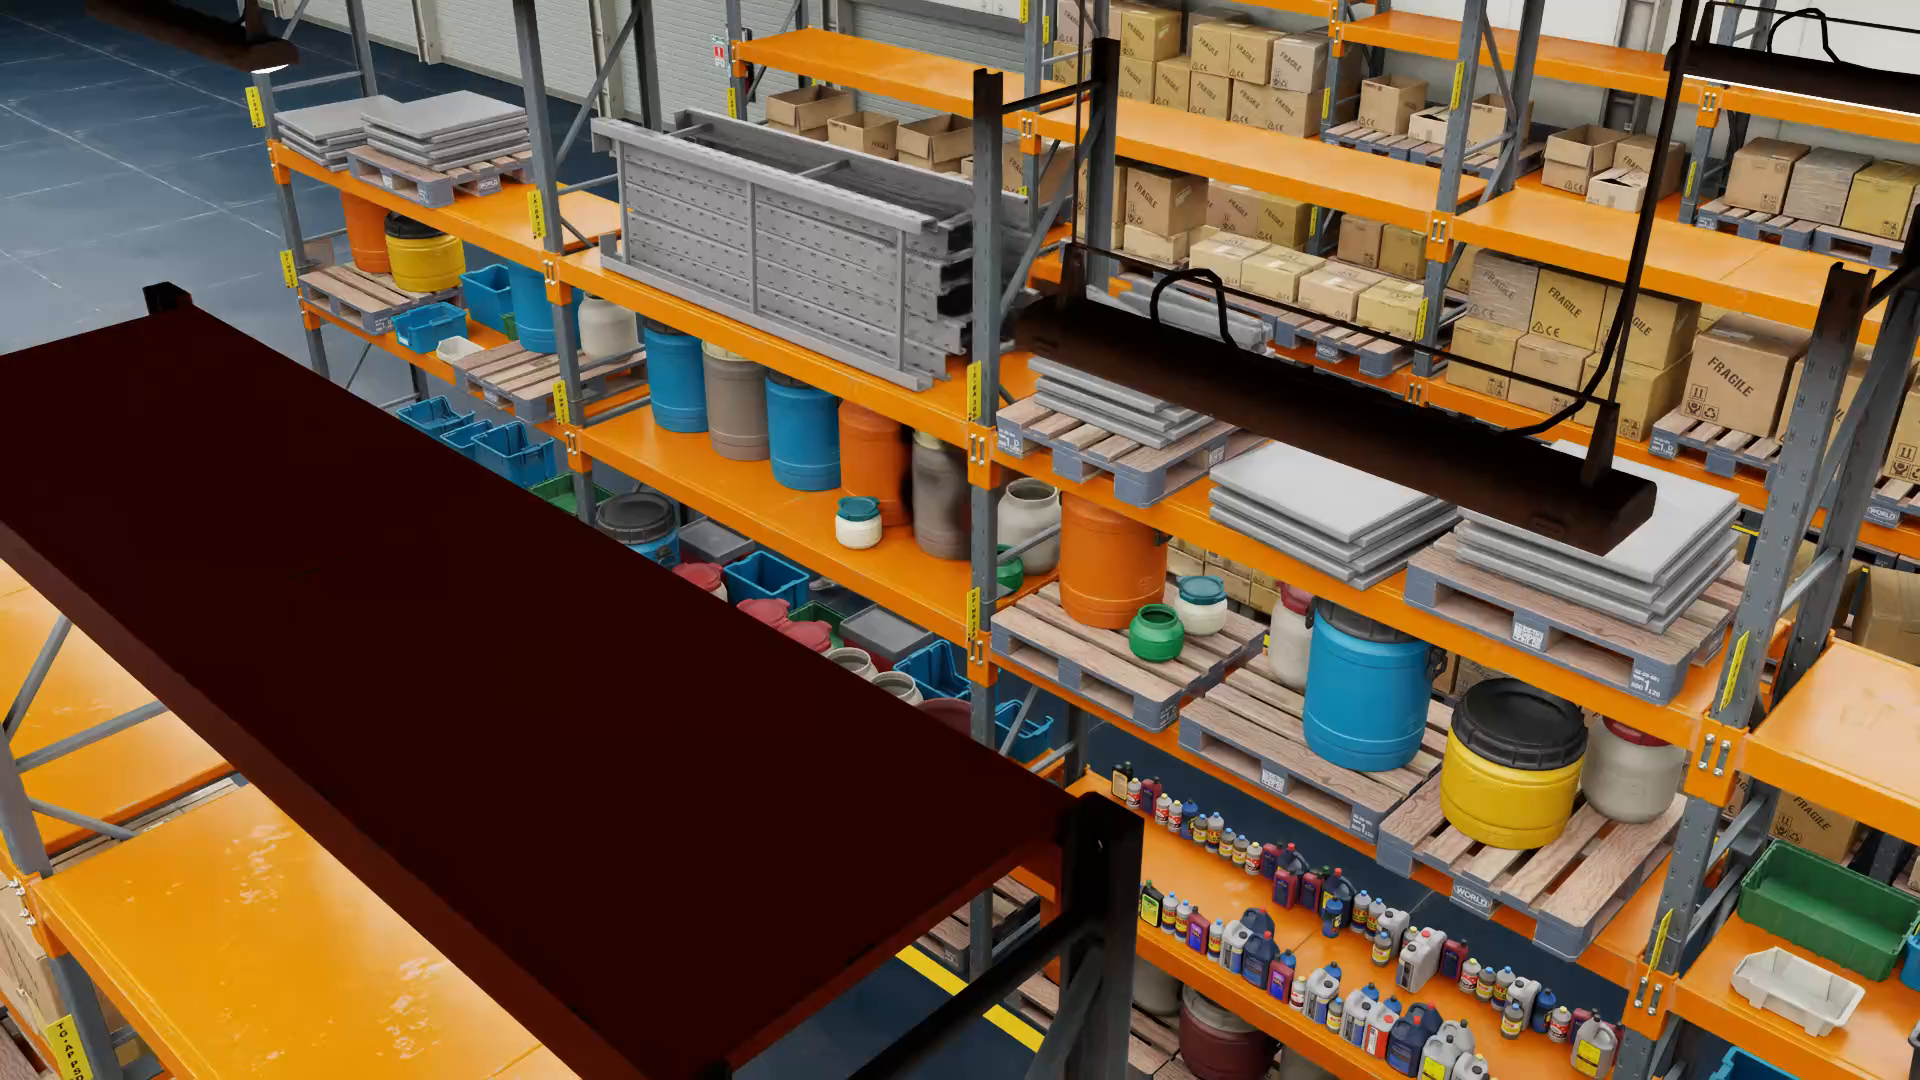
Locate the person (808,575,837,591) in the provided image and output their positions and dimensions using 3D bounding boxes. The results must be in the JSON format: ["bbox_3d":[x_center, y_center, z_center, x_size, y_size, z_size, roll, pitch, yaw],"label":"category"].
[{"bbox_3d":[-0.964,-0.240,14.971,0.951,1.678,0.610,13,32,22],"label":"person"}]
